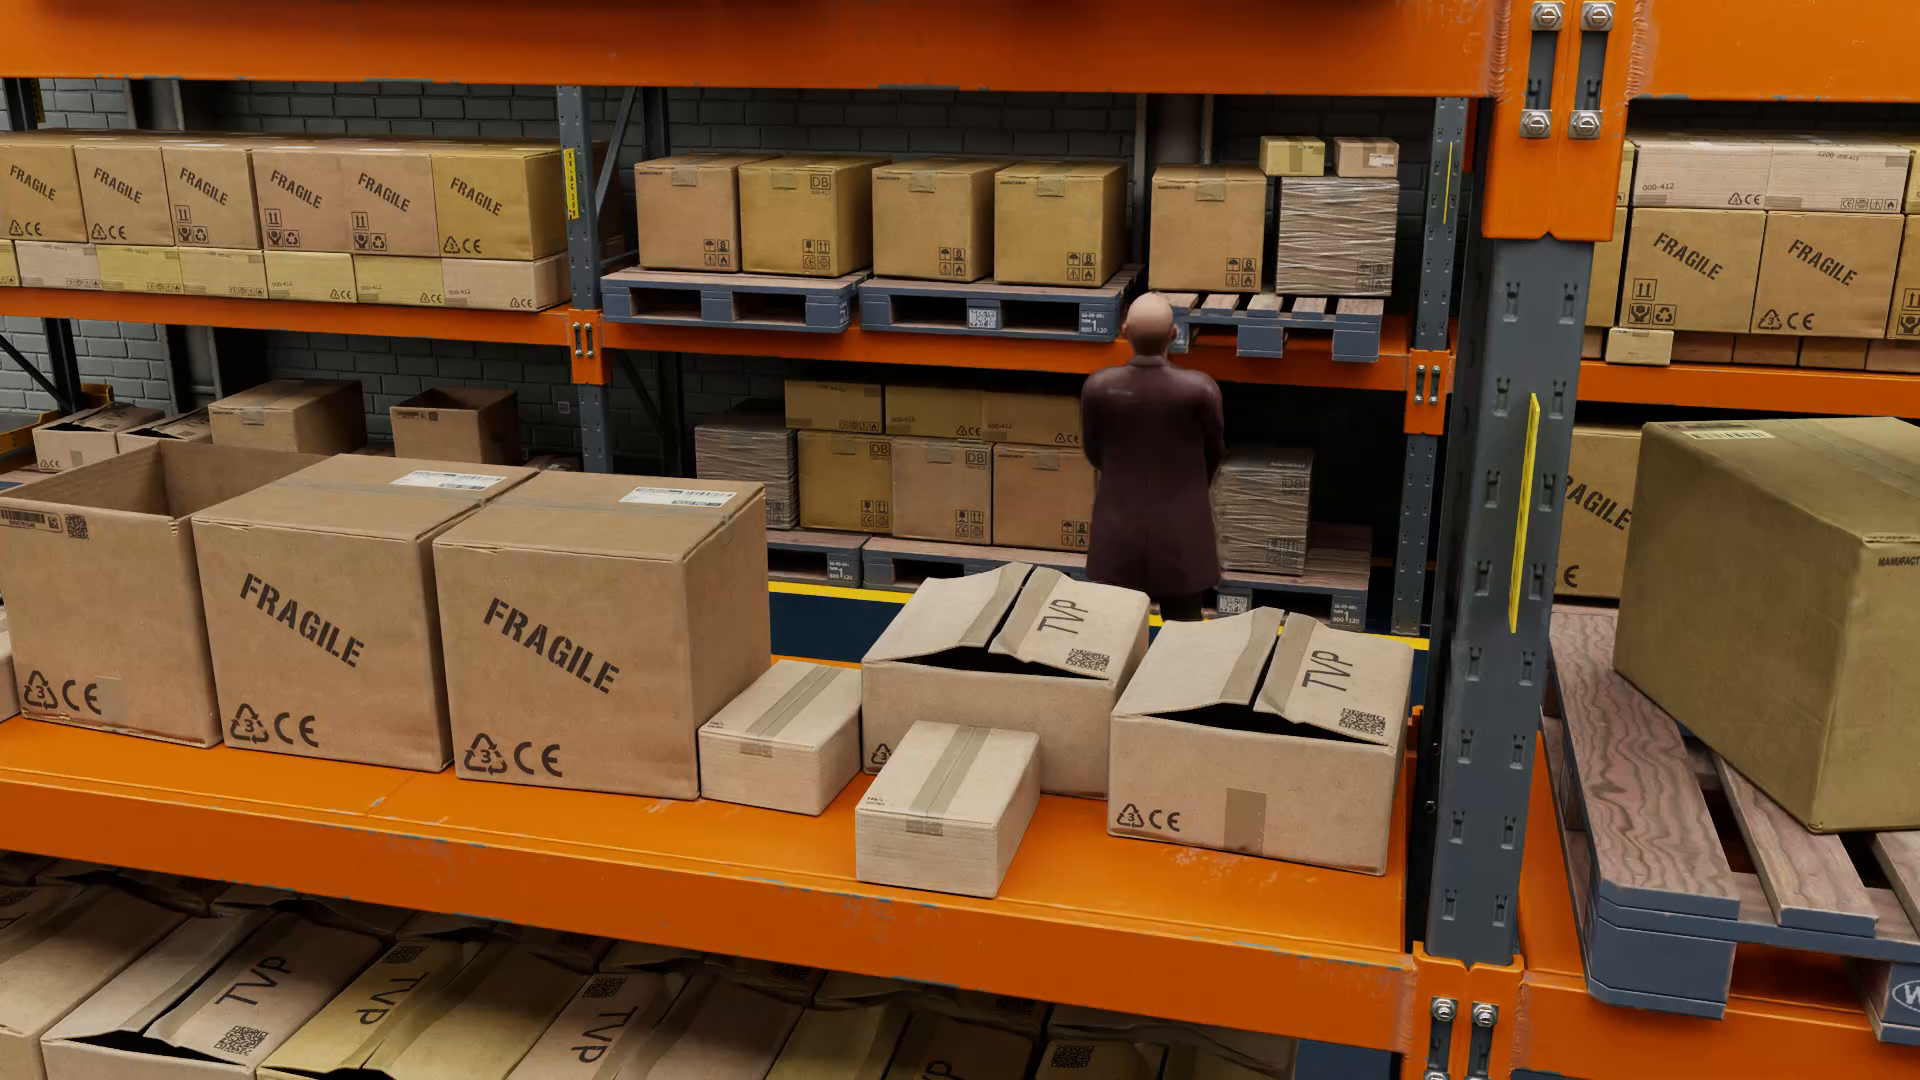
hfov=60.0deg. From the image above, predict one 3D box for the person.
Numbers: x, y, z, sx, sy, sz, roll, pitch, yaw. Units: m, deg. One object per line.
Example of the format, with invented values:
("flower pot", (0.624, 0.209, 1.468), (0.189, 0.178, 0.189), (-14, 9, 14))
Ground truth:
("person", (0.737, -0.078, 6.318), (0.537, 1.775, 0.554), (4, 18, 13))
